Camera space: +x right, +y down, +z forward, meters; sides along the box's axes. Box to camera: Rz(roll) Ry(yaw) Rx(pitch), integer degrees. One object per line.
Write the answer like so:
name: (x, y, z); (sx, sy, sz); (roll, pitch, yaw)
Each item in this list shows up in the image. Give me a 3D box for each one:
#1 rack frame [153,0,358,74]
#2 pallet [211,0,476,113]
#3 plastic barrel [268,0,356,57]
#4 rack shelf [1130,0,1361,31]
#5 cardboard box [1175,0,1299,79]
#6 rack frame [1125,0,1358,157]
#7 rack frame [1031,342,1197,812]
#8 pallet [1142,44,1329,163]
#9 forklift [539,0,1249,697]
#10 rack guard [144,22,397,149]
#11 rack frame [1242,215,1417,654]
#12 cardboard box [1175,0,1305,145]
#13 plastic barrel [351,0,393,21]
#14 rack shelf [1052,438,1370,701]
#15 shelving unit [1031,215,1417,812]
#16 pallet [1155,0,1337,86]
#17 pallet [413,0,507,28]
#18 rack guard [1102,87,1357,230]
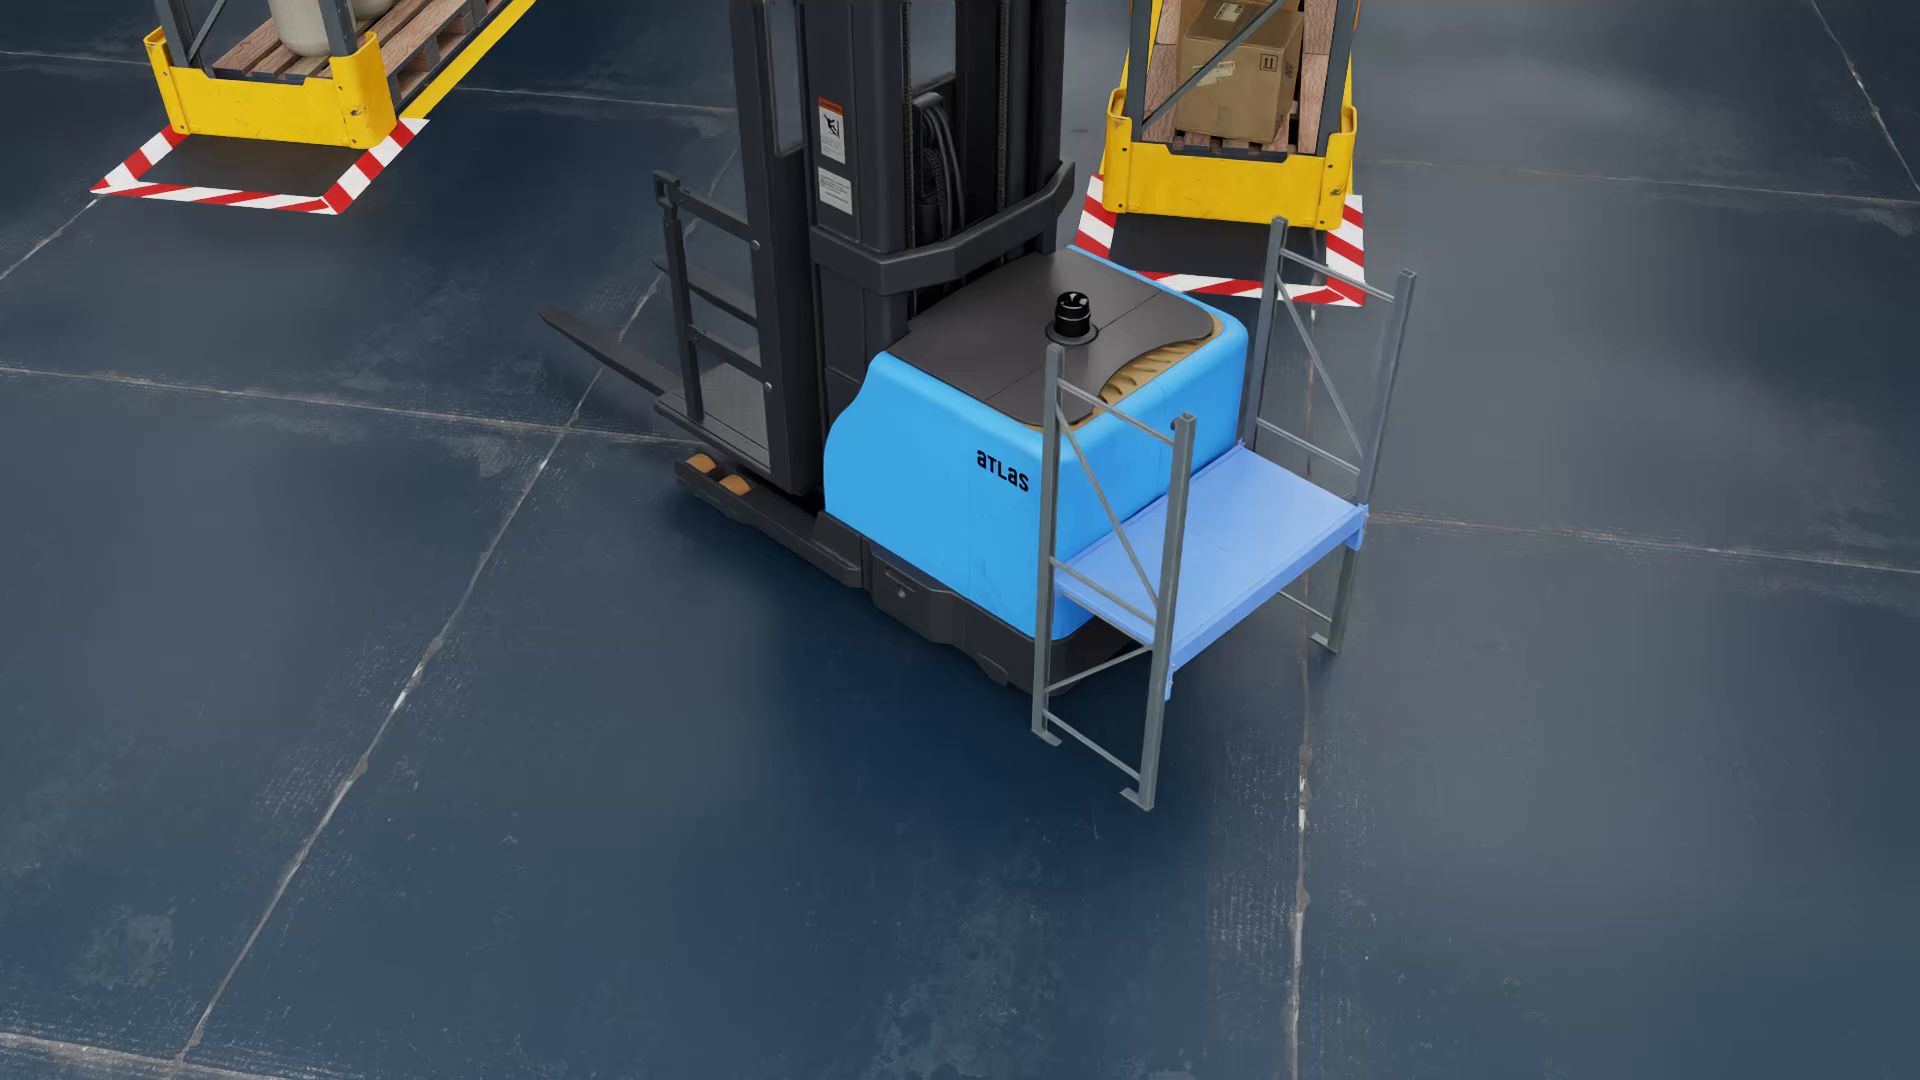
rack frame: (-3.592, -3.323, 7.915); (1.000, 3.000, 0.127); (6, 40, 8)
pallet: (-3.479, -2.810, 9.484); (1.003, 0.211, 1.213); (6, 40, 8)
plastic barrel: (-3.553, -2.947, 9.084); (0.421, 0.512, 0.421); (0, 40, 0)
rack shelf: (1.633, -3.755, 9.002); (1.077, 0.370, 4.000); (6, 40, 8)
cardboard box: (1.481, -2.744, 8.847); (0.500, 0.500, 0.500); (17, 42, 19)
rack frame: (1.287, -2.777, 7.255); (1.000, 3.000, 0.127); (6, 40, 8)
rack frame: (0.423, 0.157, 4.884); (0.500, 1.500, 0.032); (32, 49, 33)
pallet: (1.475, -2.256, 8.813); (1.003, 0.211, 1.213); (6, 40, 8)
forklift: (-0.459, -1.428, 5.677); (3.031, 2.935, 1.130); (31, 48, 32)
rack guard: (-3.625, -2.412, 8.776); (1.175, 0.500, 0.348); (6, 40, 8)
rack frame: (1.141, -0.302, 5.438); (0.500, 1.500, 0.032); (32, 49, 33)
cardboard box: (1.411, -2.365, 8.389); (0.500, 0.500, 0.500); (14, 41, 16)
plastic barrel: (-3.466, -3.262, 9.464); (0.421, 0.512, 0.421); (0, 40, 0)
rack shelf: (0.782, 0.066, 5.275); (0.538, 0.185, 1.000); (32, 49, 33)
shelving unit: (0.782, -0.073, 5.161); (0.538, 1.500, 1.048); (32, 49, 33)
pallet: (1.688, -3.019, 9.736); (1.003, 0.211, 1.213); (6, 40, 8)
pallet: (-3.266, -3.574, 10.407); (1.003, 0.211, 1.213); (6, 40, 8)
rack guard: (1.300, -1.861, 8.109); (1.175, 0.500, 0.348); (6, 40, 8)
